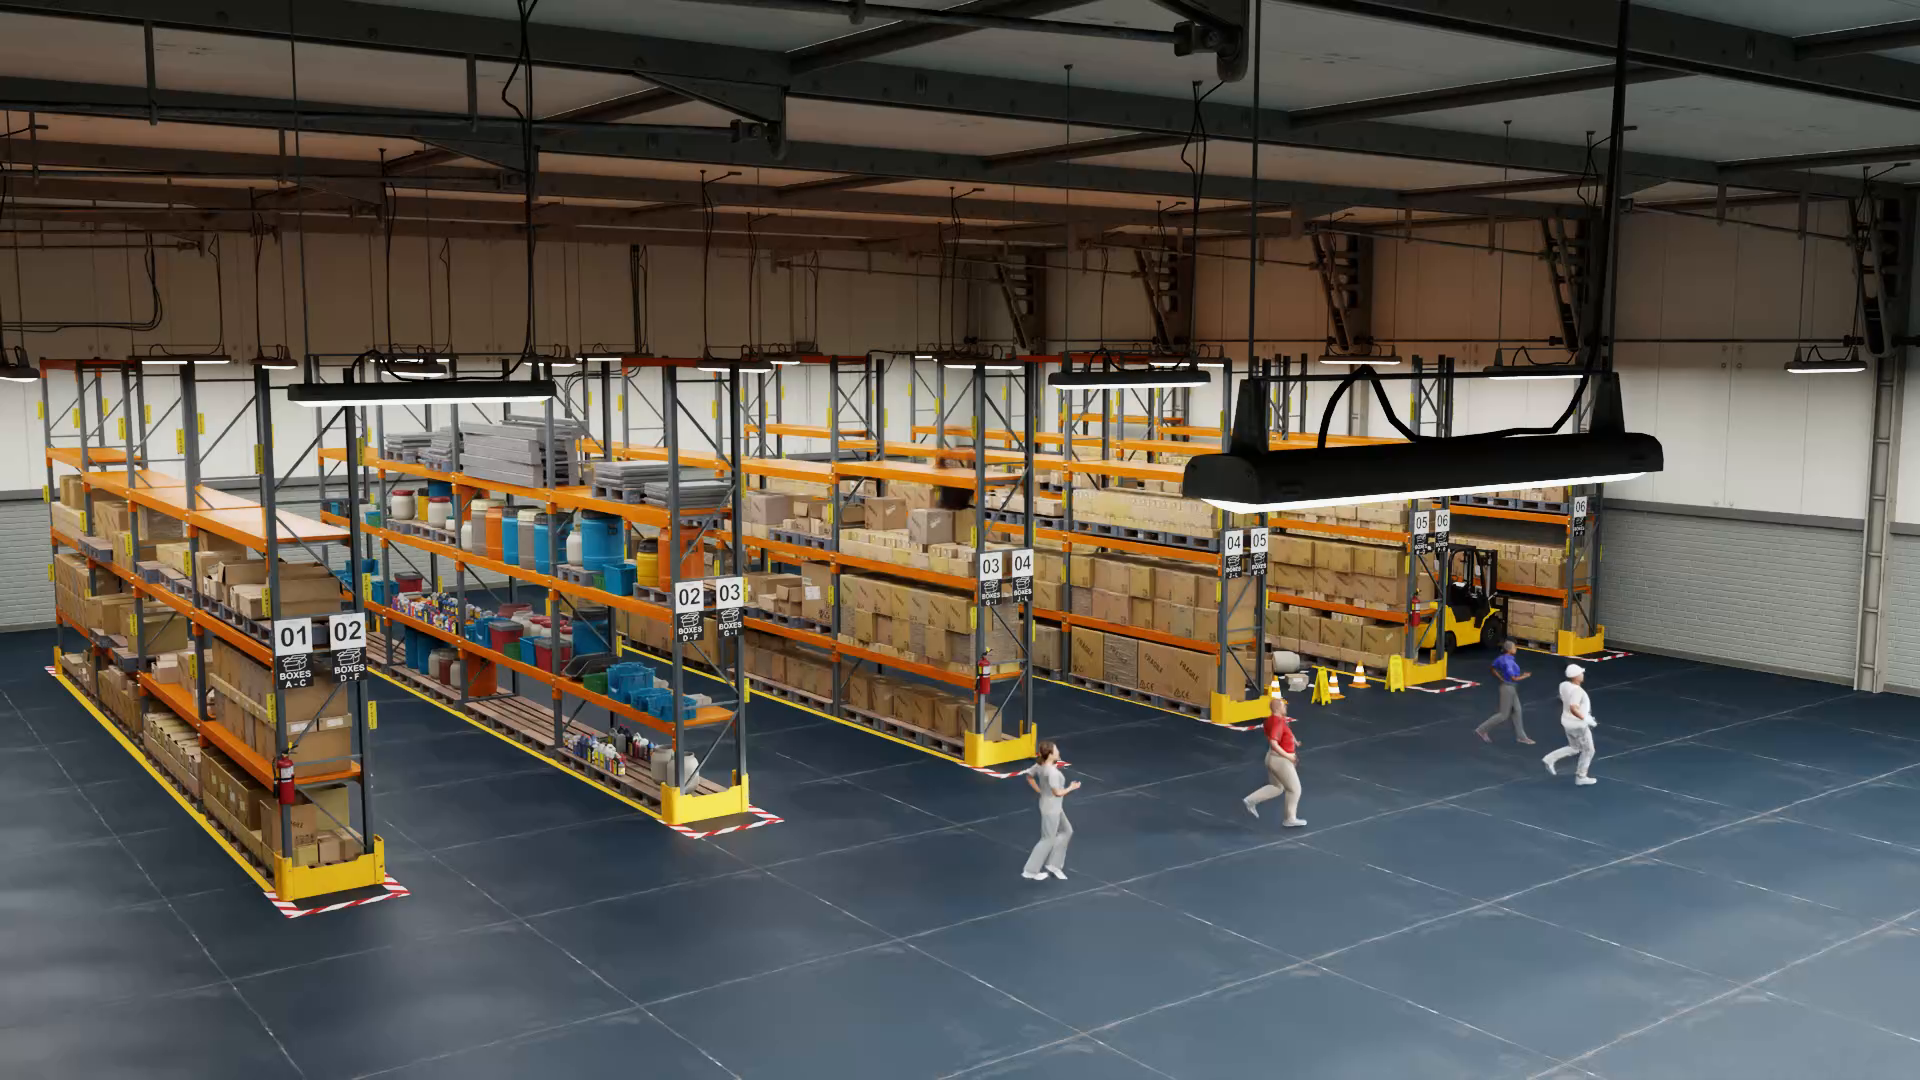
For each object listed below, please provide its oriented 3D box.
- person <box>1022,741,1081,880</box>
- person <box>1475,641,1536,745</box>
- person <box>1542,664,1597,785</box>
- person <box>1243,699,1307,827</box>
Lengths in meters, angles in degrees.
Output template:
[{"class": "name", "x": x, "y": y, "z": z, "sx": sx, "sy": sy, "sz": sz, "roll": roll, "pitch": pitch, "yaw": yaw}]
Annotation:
[{"class": "person", "x": 1.061, "y": 3.179, "z": 19.421, "sx": 0.691, "sy": 1.704, "sz": 0.544, "roll": -1, "pitch": 7, "yaw": -10}, {"class": "person", "x": 8.538, "y": 2.380, "z": 25.953, "sx": 0.939, "sy": 1.643, "sz": 0.575, "roll": 1, "pitch": 7, "yaw": 9}, {"class": "person", "x": 8.730, "y": 2.630, "z": 23.691, "sx": 0.755, "sy": 1.740, "sz": 0.690, "roll": 0, "pitch": 7, "yaw": -1}, {"class": "person", "x": 4.158, "y": 2.897, "z": 21.652, "sx": 0.765, "sy": 1.688, "sz": 0.675, "roll": -1, "pitch": 7, "yaw": -7}]
